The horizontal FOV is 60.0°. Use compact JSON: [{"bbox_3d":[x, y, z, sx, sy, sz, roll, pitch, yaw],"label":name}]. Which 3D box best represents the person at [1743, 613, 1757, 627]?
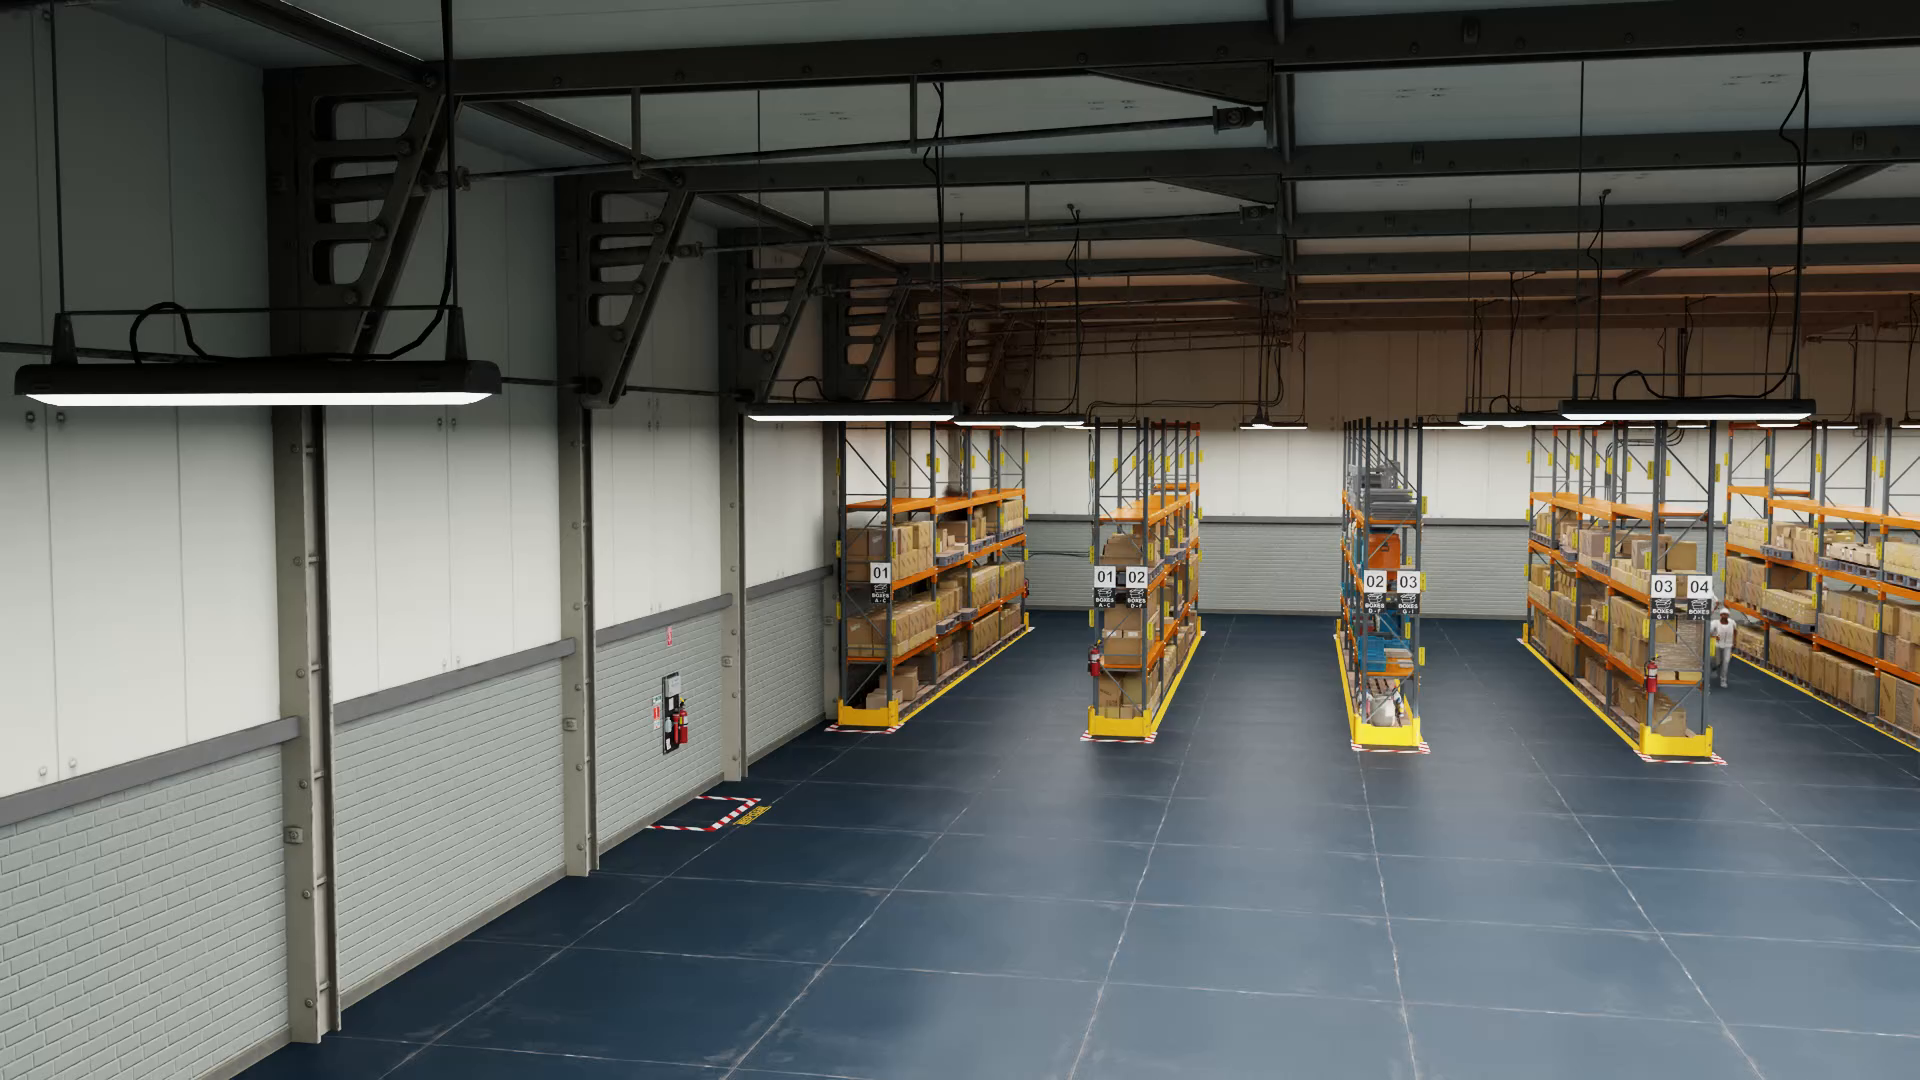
[{"bbox_3d":[21.567,1.948,45.203,0.740,1.689,0.829,3,5,37],"label":"person"}]

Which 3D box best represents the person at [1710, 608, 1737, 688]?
[{"bbox_3d":[17.218,2.405,37.592,0.726,1.757,1.015,1,4,8],"label":"person"}]

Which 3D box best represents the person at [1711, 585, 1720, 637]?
[{"bbox_3d":[20.174,1.958,45.075,0.875,1.647,0.638,0,4,0],"label":"person"}]

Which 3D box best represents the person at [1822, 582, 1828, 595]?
[{"bbox_3d":[23.593,1.965,45.510,0.531,1.628,0.657,0,4,0],"label":"person"}]
